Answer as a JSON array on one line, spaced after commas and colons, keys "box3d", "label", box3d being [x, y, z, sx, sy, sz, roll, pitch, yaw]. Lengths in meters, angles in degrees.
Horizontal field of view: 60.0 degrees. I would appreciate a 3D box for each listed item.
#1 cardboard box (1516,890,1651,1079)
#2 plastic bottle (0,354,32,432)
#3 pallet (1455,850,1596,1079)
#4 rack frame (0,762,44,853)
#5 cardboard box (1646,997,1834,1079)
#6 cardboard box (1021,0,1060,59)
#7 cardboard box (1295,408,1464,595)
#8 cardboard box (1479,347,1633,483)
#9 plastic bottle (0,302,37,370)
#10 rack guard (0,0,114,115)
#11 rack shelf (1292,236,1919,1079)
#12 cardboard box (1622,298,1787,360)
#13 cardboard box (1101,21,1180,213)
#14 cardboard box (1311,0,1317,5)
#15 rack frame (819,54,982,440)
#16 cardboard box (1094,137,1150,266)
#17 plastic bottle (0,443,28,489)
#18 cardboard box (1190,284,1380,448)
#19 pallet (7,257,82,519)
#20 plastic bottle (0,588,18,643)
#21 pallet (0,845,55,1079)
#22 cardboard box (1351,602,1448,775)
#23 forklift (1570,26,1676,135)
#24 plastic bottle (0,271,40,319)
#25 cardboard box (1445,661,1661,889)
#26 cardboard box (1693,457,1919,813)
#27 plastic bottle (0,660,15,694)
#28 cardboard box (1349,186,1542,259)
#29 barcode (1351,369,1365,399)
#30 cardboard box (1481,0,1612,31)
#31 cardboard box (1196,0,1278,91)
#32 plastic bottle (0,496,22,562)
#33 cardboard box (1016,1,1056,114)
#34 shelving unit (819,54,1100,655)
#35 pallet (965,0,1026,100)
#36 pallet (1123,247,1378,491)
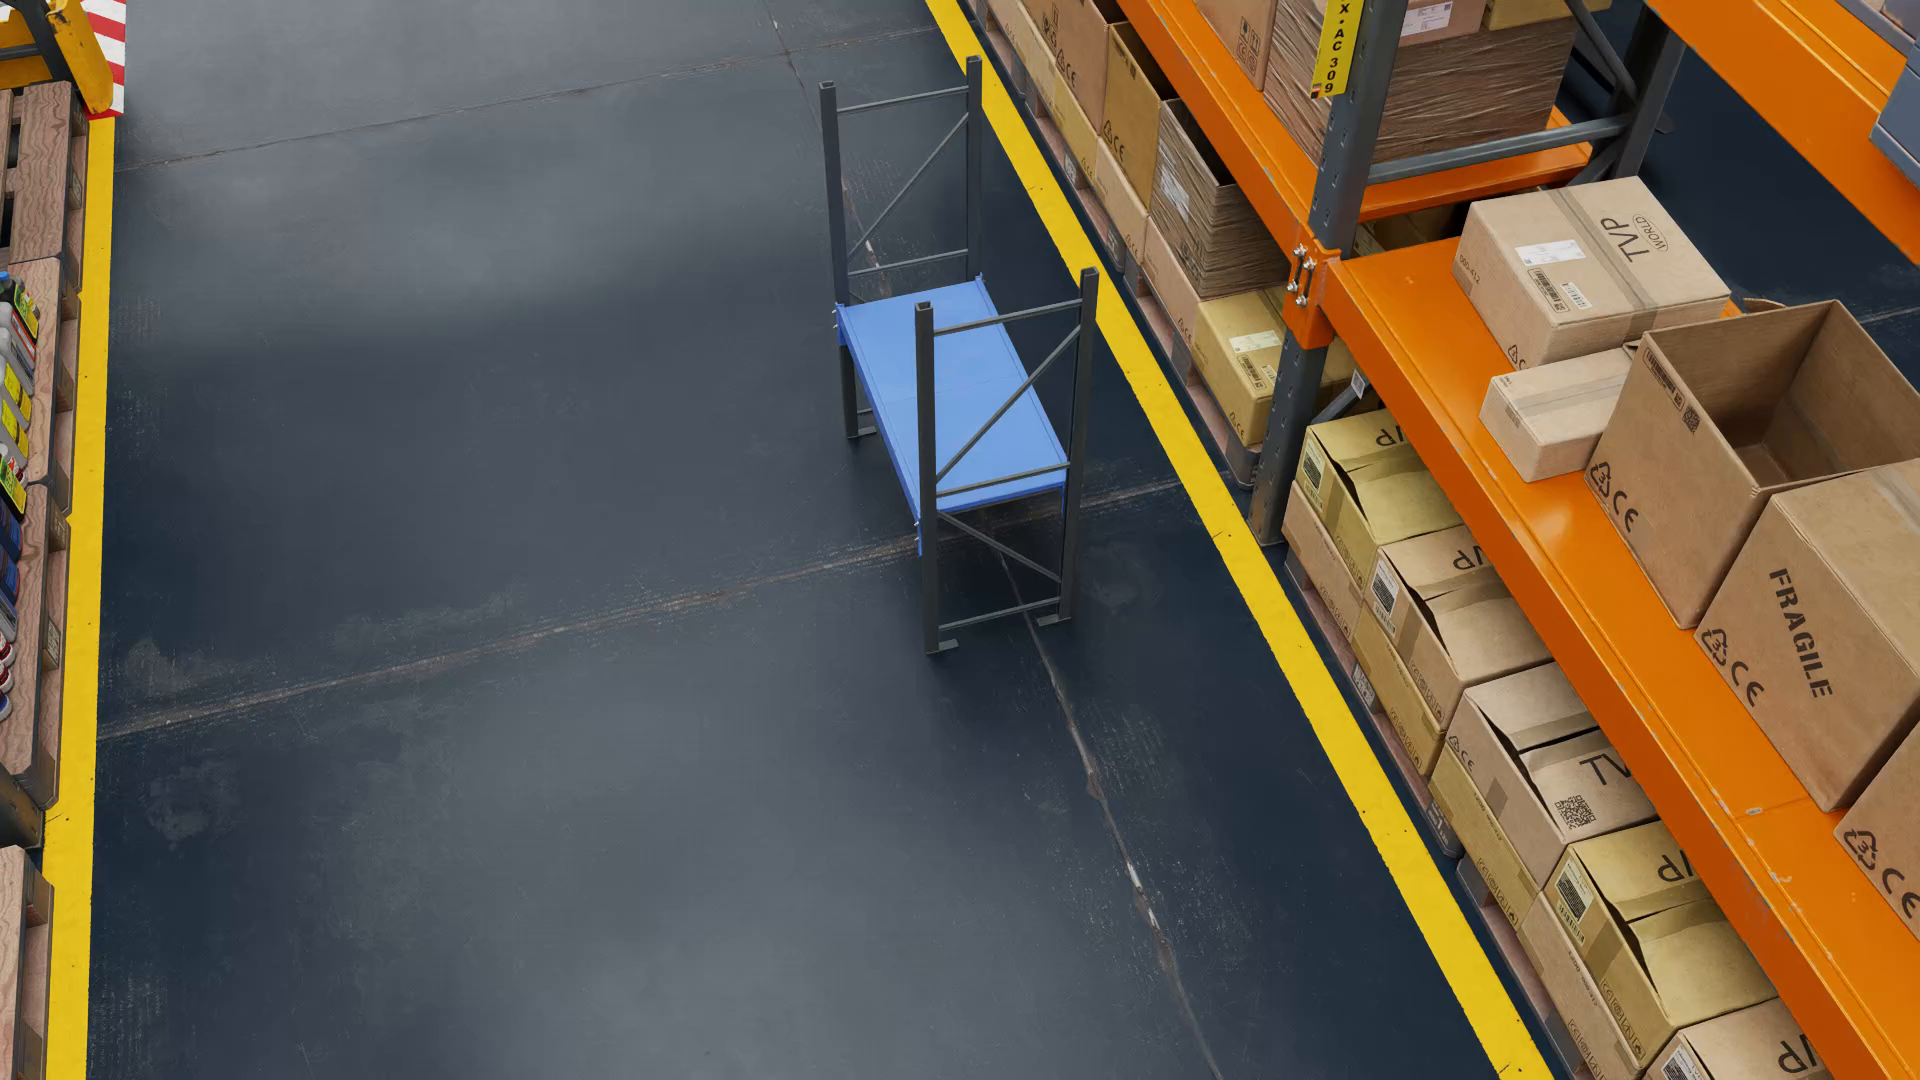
[{"box3d": [1.831, 1.131, 4.359, 0.500, 0.250, 0.500, -12, 51, -10], "label": "cardboard box"}, {"box3d": [-3.318, -0.532, 5.682, 0.144, 0.351, 0.185, -11, 51, -9], "label": "plastic bottle"}, {"box3d": [2.113, 1.227, 4.578, 1.003, 0.211, 1.213, -13, 51, -11], "label": "pallet"}, {"box3d": [-3.240, 0.023, 3.768, 1.000, 3.000, 0.127, -13, 51, -11], "label": "rack frame"}, {"box3d": [1.980, 1.324, 3.829, 0.500, 0.311, 0.500, -14, 51, -11], "label": "cardboard box"}, {"box3d": [0.566, -2.337, 6.792, 0.500, 0.500, 0.500, -13, 51, -11], "label": "cardboard box"}, {"box3d": [1.378, -0.166, 5.085, 0.500, 0.311, 0.500, -13, 51, -11], "label": "cardboard box"}, {"box3d": [1.560, -0.319, 4.222, 0.380, 0.149, 0.250, -13, 51, -11], "label": "cardboard box"}, {"box3d": [-3.412, -0.729, 5.897, 0.152, 0.276, 0.135, -13, 51, -11], "label": "plastic bottle"}, {"box3d": [-4.355, -2.047, 7.149, 1.175, 0.500, 0.348, -13, 51, -11], "label": "rack guard"}, {"box3d": [2.085, 0.599, 3.754, 1.077, 0.370, 4.000, -13, 51, -11], "label": "rack shelf"}, {"box3d": [1.929, -0.450, 4.255, 0.396, 0.266, 0.258, -14, 51, -12], "label": "cardboard box"}, {"box3d": [0.859, -1.606, 6.175, 0.500, 0.500, 0.500, -13, 51, -11], "label": "cardboard box"}, {"box3d": [1.137, -1.666, 4.703, 0.380, 0.149, 0.250, -14, 51, -12], "label": "cardboard box"}, {"box3d": [-0.176, -0.917, 5.542, 0.500, 1.500, 0.032, -13, 51, -11], "label": "rack frame"}, {"box3d": [0.847, -1.361, 6.460, 0.500, 0.250, 0.500, -13, 51, -11], "label": "cardboard box"}, {"box3d": [-3.199, -0.250, 5.541, 0.097, 0.201, 0.097, 0, 50, 0], "label": "plastic bottle"}, {"box3d": [1.147, -0.632, 5.845, 0.500, 0.250, 0.500, -13, 51, -11], "label": "cardboard box"}, {"box3d": [-3.763, -0.470, 6.008, 1.003, 0.211, 1.213, -13, 51, -11], "label": "pallet"}, {"box3d": [-3.037, 0.198, 5.115, 0.152, 0.276, 0.135, -12, 51, -10], "label": "plastic bottle"}, {"box3d": [-2.970, 1.487, 4.358, 1.003, 0.211, 1.213, -13, 51, -11], "label": "pallet"}, {"box3d": [1.526, 0.381, 4.990, 0.500, 0.250, 0.500, -12, 51, -10], "label": "cardboard box"}, {"box3d": [2.183, -3.518, 6.799, 1.130, 2.935, 3.031, -14, 51, -11], "label": "forklift"}, {"box3d": [-3.461, -0.896, 6.086, 0.097, 0.201, 0.097, 0, 50, 0], "label": "plastic bottle"}, {"box3d": [1.675, 0.579, 4.457, 0.500, 0.311, 0.500, -15, 51, -12], "label": "cardboard box"}, {"box3d": [2.009, 0.189, 3.563, 0.500, 0.500, 0.500, -13, 51, -11], "label": "cardboard box"}, {"box3d": [-2.945, 0.378, 5.012, 0.097, 0.201, 0.097, 0, 50, 0], "label": "plastic bottle"}, {"box3d": [1.655, -0.994, 5.659, 0.500, 0.500, 0.500, -13, 51, -11], "label": "cardboard box"}, {"box3d": [1.171, -0.459, 4.894, 0.001, 0.075, 0.075, -13, 51, -11], "label": "barcode"}, {"box3d": [1.599, -1.575, 4.626, 0.380, 0.149, 0.250, -13, 51, -11], "label": "cardboard box"}, {"box3d": [1.194, -1.832, 5.268, 0.700, 0.500, 0.500, -14, 51, -11], "label": "cardboard box"}, {"box3d": [-3.138, -0.086, 5.305, 0.144, 0.351, 0.185, -15, 52, -13], "label": "plastic bottle"}, {"box3d": [0.555, -2.093, 7.076, 0.500, 0.250, 0.500, -13, 51, -11], "label": "cardboard box"}, {"box3d": [-0.025, -0.546, 5.229, 0.538, 1.500, 1.048, -13, 51, -11], "label": "shelving unit"}, {"box3d": [0.577, -2.567, 7.776, 1.003, 0.211, 1.213, -13, 51, -11], "label": "pallet"}, {"box3d": [1.298, -0.785, 6.274, 1.003, 0.211, 1.213, -13, 51, -11], "label": "pallet"}]
